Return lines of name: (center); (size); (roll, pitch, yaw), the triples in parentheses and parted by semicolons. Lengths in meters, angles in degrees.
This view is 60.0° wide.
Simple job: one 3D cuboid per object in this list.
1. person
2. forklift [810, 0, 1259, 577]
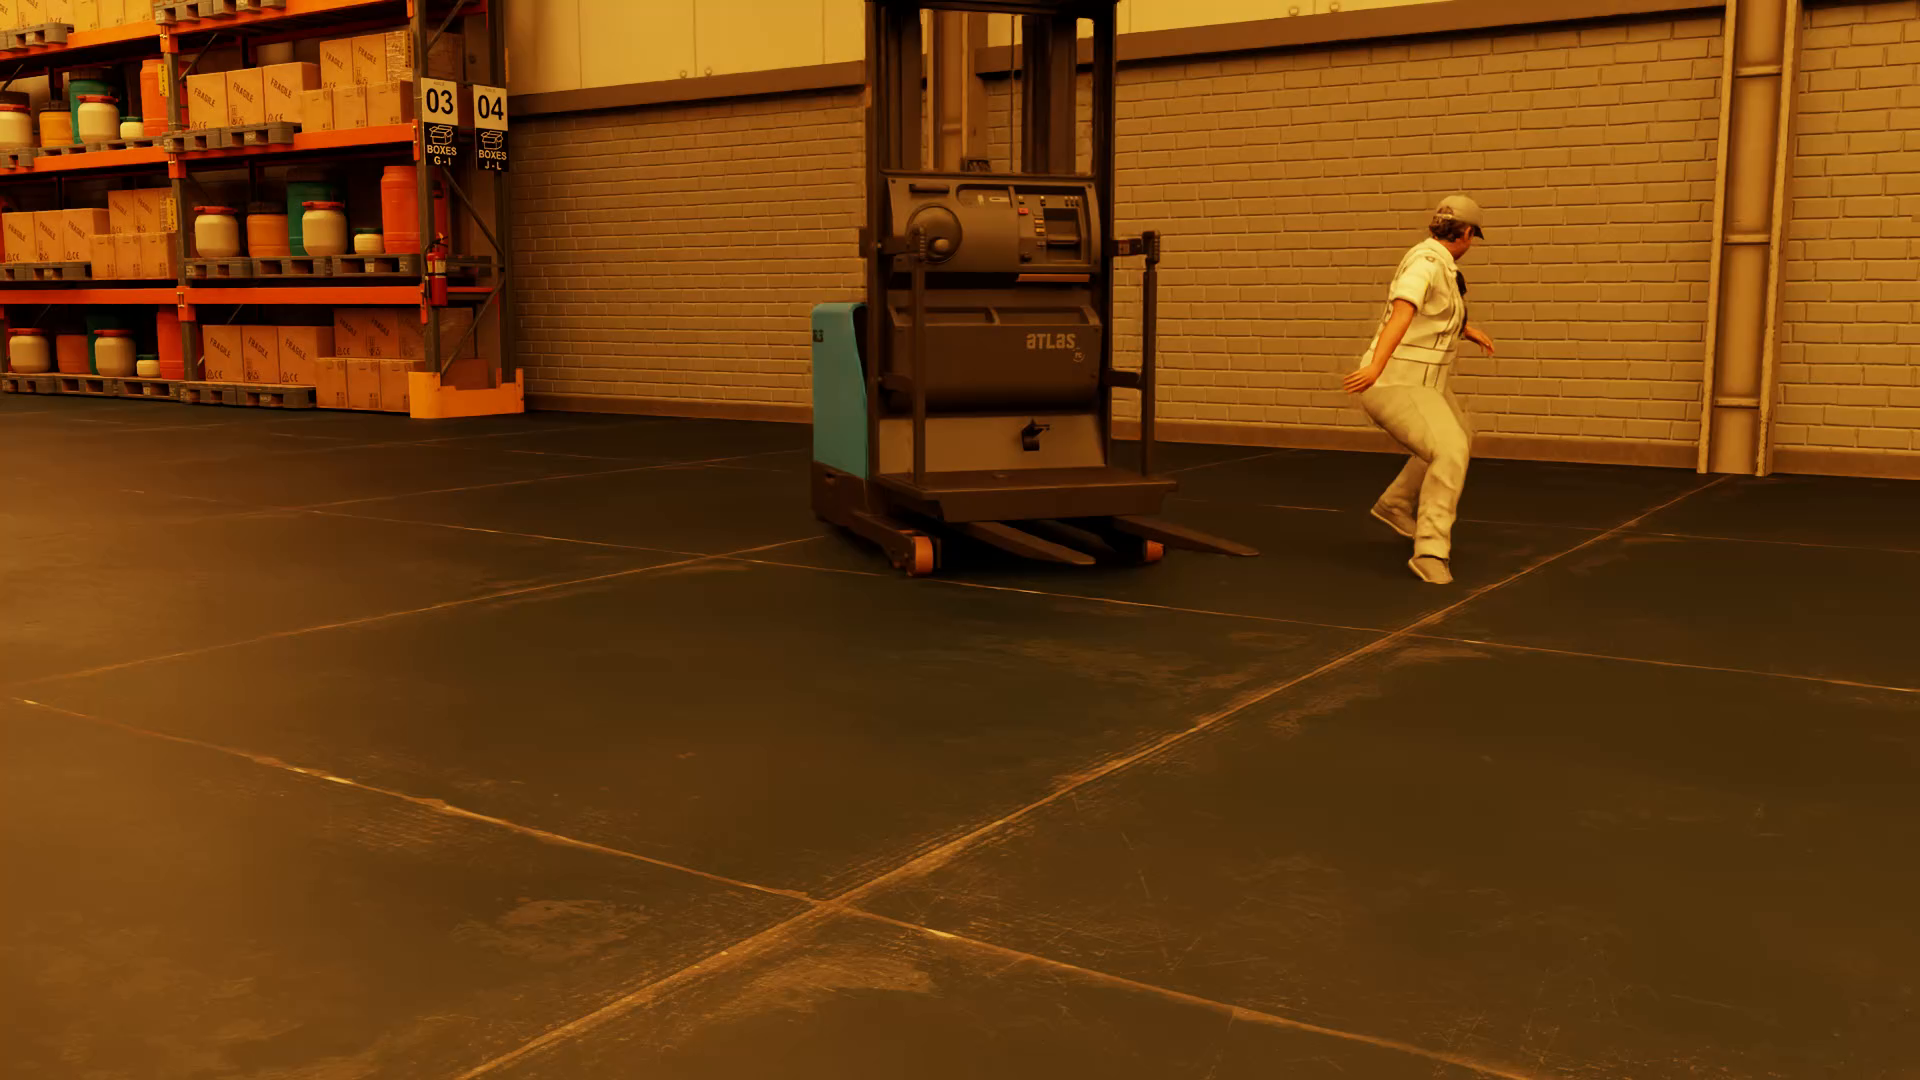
person: (1.891, -0.600, 6.818); (0.539, 1.602, 1.091); (3, 9, 23)
forklift: (0.220, -1.369, 6.817); (1.130, 2.935, 3.031); (-3, 9, -19)
